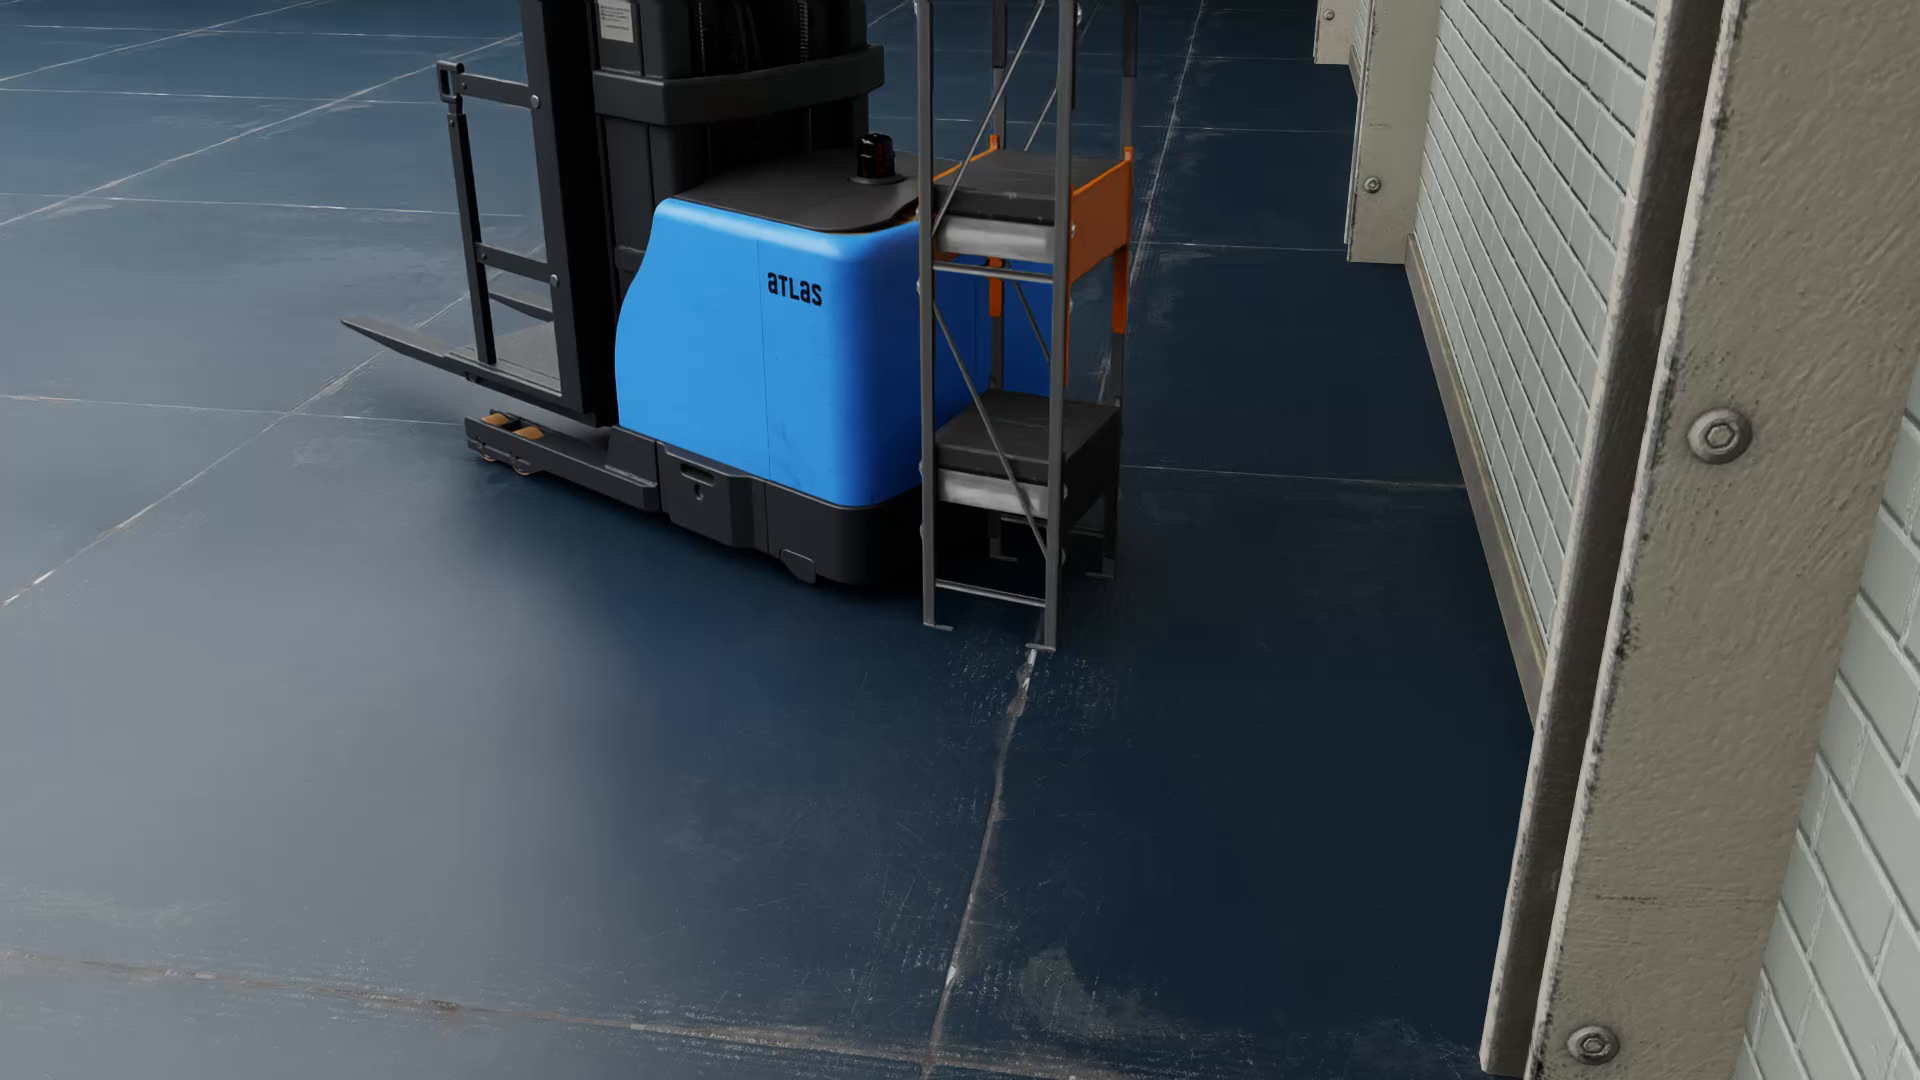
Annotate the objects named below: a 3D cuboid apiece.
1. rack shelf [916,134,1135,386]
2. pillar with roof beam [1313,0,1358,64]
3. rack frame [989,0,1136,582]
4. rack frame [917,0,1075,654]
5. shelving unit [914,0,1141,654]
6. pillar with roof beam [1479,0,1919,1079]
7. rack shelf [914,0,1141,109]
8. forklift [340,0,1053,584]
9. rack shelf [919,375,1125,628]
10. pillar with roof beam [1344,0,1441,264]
[{"bbox_3d":[0.180,-0.755,4.419,0.431,0.518,0.480,10,27,21],"label":"rack shelf"},{"bbox_3d":[-1.177,-8.325,12.420,9.100,9.000,0.400,4,25,9],"label":"pillar with roof beam"},{"bbox_3d":[0.277,-0.863,4.616,0.400,2.100,0.015,10,27,21],"label":"rack frame"},{"bbox_3d":[0.083,-0.673,4.211,0.400,2.100,0.015,10,27,21],"label":"rack frame"},{"bbox_3d":[0.180,-0.768,4.413,0.431,2.100,0.503,10,27,21],"label":"shelving unit"},{"bbox_3d":[-3.138,-3.306,1.698,9.100,9.000,0.400,4,25,9],"label":"pillar with roof beam"},{"bbox_3d":[0.180,-1.389,4.122,0.431,0.518,0.480,10,27,21],"label":"rack shelf"},{"bbox_3d":[-1.098,-1.699,5.423,3.031,2.935,1.130,20,32,36],"label":"forklift"},{"bbox_3d":[0.180,-0.122,4.716,0.431,0.518,0.480,10,27,21],"label":"rack shelf"},{"bbox_3d":[-2.157,-5.815,7.059,9.100,9.000,0.400,4,25,9],"label":"pillar with roof beam"}]
